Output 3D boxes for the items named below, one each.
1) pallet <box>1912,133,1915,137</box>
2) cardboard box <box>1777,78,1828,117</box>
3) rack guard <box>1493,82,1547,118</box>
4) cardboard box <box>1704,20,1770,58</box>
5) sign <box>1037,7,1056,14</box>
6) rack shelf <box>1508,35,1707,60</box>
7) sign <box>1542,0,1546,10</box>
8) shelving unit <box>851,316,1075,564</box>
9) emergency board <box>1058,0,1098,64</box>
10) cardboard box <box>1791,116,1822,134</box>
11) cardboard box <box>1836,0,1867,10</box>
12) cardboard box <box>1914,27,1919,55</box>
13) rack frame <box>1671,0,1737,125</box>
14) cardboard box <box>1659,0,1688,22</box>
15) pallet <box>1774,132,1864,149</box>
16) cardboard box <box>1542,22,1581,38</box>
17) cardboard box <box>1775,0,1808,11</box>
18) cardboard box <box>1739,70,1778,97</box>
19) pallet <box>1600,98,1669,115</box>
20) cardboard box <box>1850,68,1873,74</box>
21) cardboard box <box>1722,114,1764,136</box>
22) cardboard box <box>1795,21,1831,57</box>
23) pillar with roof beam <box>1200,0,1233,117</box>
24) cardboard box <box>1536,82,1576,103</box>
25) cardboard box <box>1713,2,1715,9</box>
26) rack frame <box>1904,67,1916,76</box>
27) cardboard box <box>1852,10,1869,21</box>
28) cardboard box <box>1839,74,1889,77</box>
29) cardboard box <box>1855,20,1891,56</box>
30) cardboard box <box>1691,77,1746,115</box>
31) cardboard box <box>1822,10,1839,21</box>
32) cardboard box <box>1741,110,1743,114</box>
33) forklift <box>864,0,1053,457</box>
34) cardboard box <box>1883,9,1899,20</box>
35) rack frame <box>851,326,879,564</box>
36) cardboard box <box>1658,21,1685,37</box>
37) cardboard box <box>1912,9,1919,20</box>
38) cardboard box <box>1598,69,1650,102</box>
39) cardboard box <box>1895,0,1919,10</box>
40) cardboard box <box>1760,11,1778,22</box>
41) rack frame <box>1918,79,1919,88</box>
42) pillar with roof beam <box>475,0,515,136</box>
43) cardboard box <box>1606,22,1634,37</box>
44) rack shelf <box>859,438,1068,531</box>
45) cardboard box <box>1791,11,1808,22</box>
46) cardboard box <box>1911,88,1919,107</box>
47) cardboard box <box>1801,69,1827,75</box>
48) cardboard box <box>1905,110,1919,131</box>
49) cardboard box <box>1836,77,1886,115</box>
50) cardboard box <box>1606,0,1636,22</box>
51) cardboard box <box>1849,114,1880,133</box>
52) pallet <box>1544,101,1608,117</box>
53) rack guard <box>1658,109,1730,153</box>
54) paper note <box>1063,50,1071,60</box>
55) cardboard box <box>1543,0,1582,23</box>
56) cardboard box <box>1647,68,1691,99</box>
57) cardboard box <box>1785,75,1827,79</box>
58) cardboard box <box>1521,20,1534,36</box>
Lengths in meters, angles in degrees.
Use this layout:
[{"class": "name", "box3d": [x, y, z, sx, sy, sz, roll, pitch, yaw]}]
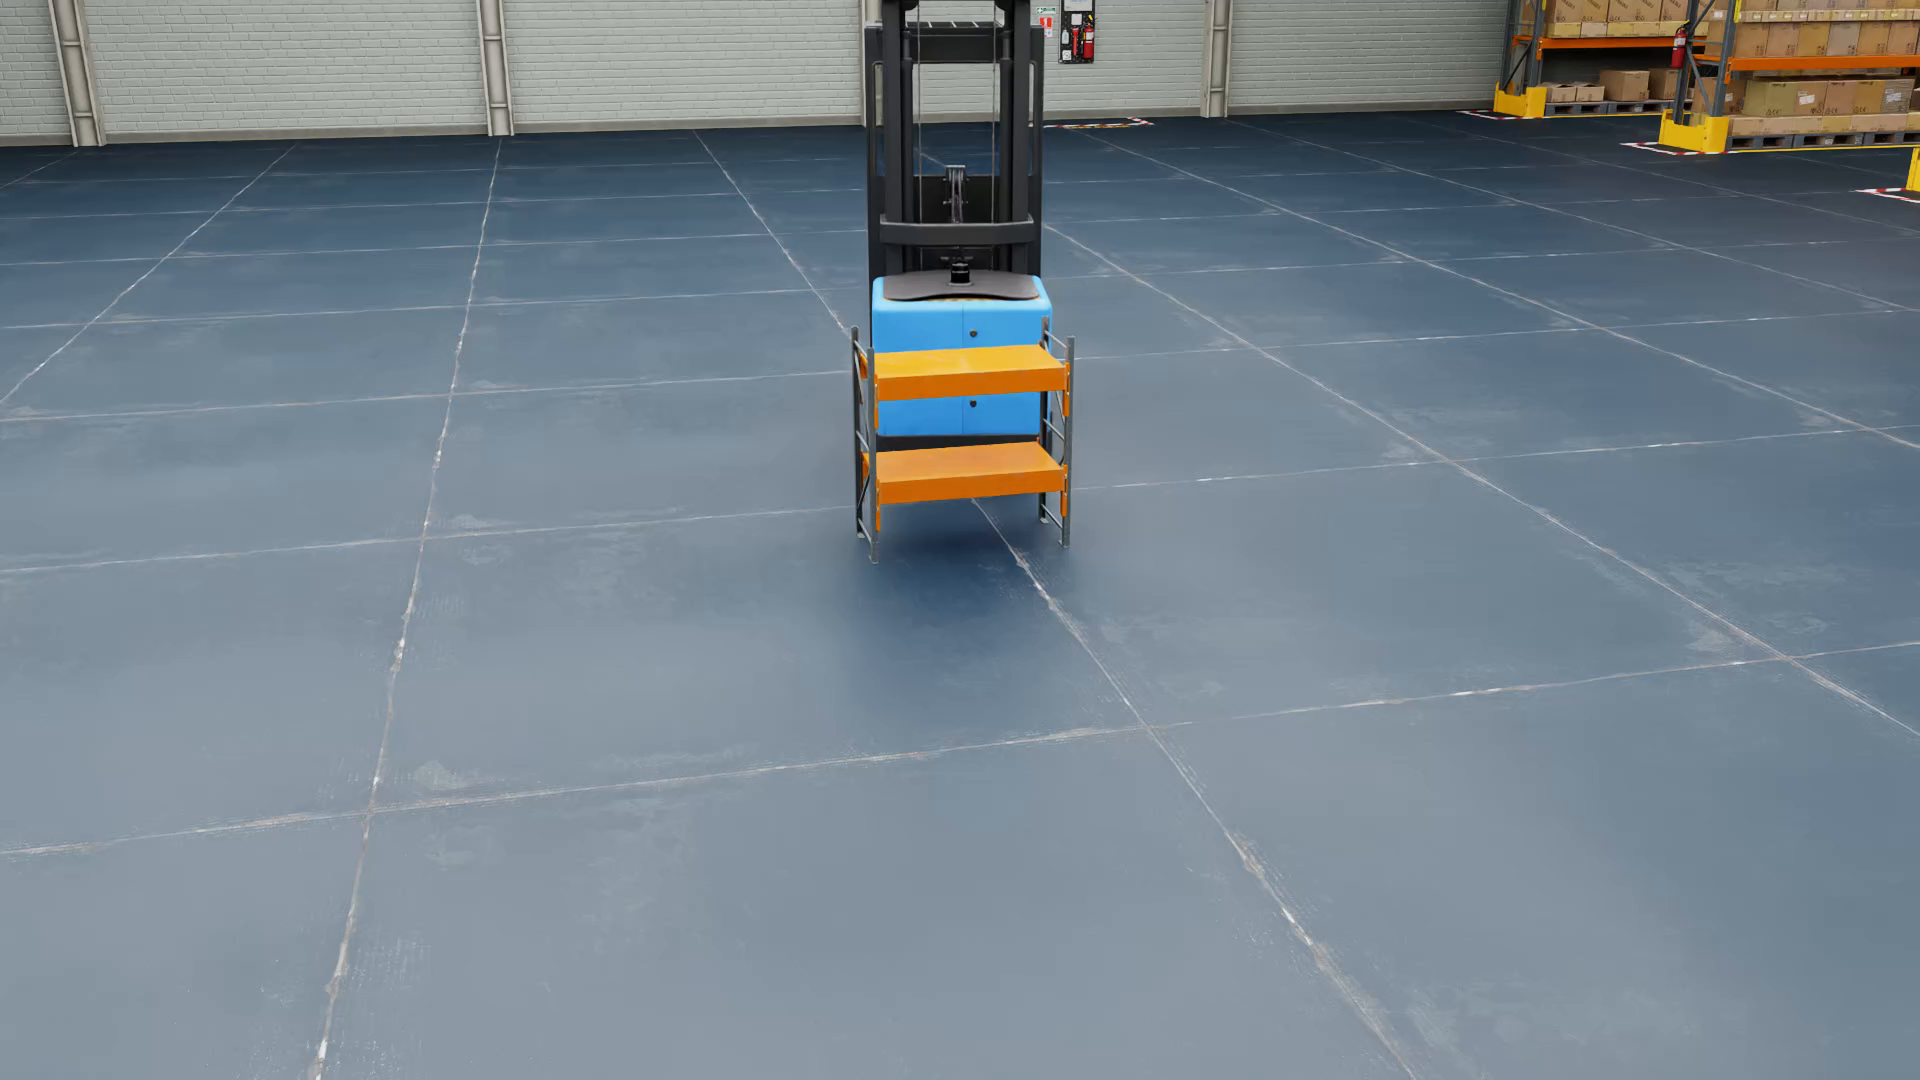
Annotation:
[{"class": "pallet", "box3d": [15.512, -6.337, 25.807, 1.213, 0.211, 1.003, -5, 21, -12]}, {"class": "cardboard box", "box3d": [12.454, -6.569, 24.682, 0.500, 0.500, 0.500, -5, 21, -12]}, {"class": "rack guard", "box3d": [9.842, -7.749, 29.241, 0.348, 0.500, 1.175, -5, 21, -12]}, {"class": "cardboard box", "box3d": [11.369, -7.338, 24.340, 0.500, 0.500, 0.700, -5, 21, -12]}, {"class": "sign", "box3d": [1.442, -8.857, 27.811, 0.331, 0.109, 0.001, -5, 21, -12]}, {"class": "rack shelf", "box3d": [11.714, -8.737, 29.350, 4.000, 0.370, 1.077, -5, 21, -12]}, {"class": "sign", "box3d": [9.893, -9.141, 28.150, 0.005, 0.325, 0.100, -5, 21, -12]}, {"class": "shelving unit", "box3d": [0.007, -0.529, 8.623, 1.048, 1.125, 0.538, -5, 21, -12]}, {"class": "emergency board", "box3d": [1.997, -8.604, 27.940, 0.643, 1.169, 0.194, -5, 21, -12]}, {"class": "cardboard box", "box3d": [12.457, -6.213, 24.801, 0.500, 0.250, 0.500, -5, 21, -12]}, {"class": "cardboard box", "box3d": [12.908, -8.075, 24.465, 0.500, 0.500, 0.700, -5, 21, -12]}, {"class": "cardboard box", "box3d": [14.374, -7.585, 25.014, 0.500, 0.500, 0.700, -5, 21, -14]}, {"class": "rack frame", "box3d": [10.911, -7.258, 24.268, 0.127, 3.000, 1.000, -5, 21, -12]}, {"class": "cardboard box", "box3d": [12.295, -9.305, 28.955, 0.500, 0.500, 0.500, -5, 21, -14]}, {"class": "pallet", "box3d": [12.831, -6.119, 25.212, 1.213, 0.211, 1.003, -5, 21, -12]}, {"class": "cardboard box", "box3d": [10.316, -8.788, 28.632, 0.500, 0.250, 0.500, -5, 21, -14]}, {"class": "cardboard box", "box3d": [11.931, -7.995, 24.247, 0.500, 0.500, 0.700, -5, 21, -14]}, {"class": "cardboard box", "box3d": [14.373, -8.330, 30.187, 0.500, 0.500, 0.700, -4, 20, -11]}, {"class": "pallet", "box3d": [11.825, -7.761, 29.694, 1.213, 0.211, 1.003, -5, 21, -12]}, {"class": "cardboard box", "box3d": [16.336, -8.506, 30.669, 0.500, 0.500, 0.700, -5, 21, -13]}, {"class": "cardboard box", "box3d": [11.484, -6.132, 24.582, 0.500, 0.250, 0.500, -5, 21, -12]}, {"class": "cardboard box", "box3d": [12.363, -7.419, 24.560, 0.500, 0.500, 0.700, -5, 21, -12]}, {"class": "pillar with roof beam", "box3d": [5.402, -10.162, 23.474, 0.400, 9.000, 9.100, -5, 21, -12]}, {"class": "cardboard box", "box3d": [10.462, -7.885, 29.248, 0.500, 0.311, 0.500, -7, 21, -19]}, {"class": "cardboard box", "box3d": [13.272, -9.383, 29.167, 0.500, 0.500, 0.500, -5, 21, -13]}, {"class": "rack frame", "box3d": [14.804, -7.575, 25.133, 0.127, 3.000, 1.000, -5, 21, -12]}, {"class": "cardboard box", "box3d": [13.095, -7.711, 24.416, 0.250, 0.149, 0.380, -4, 20, -11]}, {"class": "cardboard box", "box3d": [13.796, -6.859, 25.475, 0.500, 0.500, 0.500, -5, 21, -12]}, {"class": "cardboard box", "box3d": [13.373, -7.502, 24.789, 0.500, 0.500, 0.700, -4, 21, -12]}, {"class": "cardboard box", "box3d": [11.365, -6.659, 24.928, 0.500, 0.500, 0.500, -5, 21, -12]}, {"class": "cardboard box", "box3d": [12.596, -7.672, 24.308, 0.250, 0.149, 0.380, -5, 21, -13]}, {"class": "cardboard box", "box3d": [11.849, -6.349, 25.174, 0.500, 0.250, 0.500, -5, 21, -12]}, {"class": "forklift", "box3d": [-0.046, -2.206, 10.577, 1.130, 2.935, 3.031, -1, 20, -2]}, {"class": "cardboard box", "box3d": [13.598, -7.753, 24.531, 0.250, 0.149, 0.380, -5, 21, -13]}, {"class": "rack frame", "box3d": [-0.488, -0.488, 8.513, 0.032, 1.125, 0.500, -5, 21, -12]}, {"class": "cardboard box", "box3d": [12.297, -8.951, 29.079, 0.500, 0.250, 0.500, -5, 21, -13]}, {"class": "cardboard box", "box3d": [14.093, -7.793, 24.639, 0.250, 0.149, 0.380, -5, 21, -14]}, {"class": "cardboard box", "box3d": [11.742, -8.060, 29.452, 0.500, 0.500, 0.700, -6, 21, -16]}, {"class": "cardboard box", "box3d": [13.882, -8.153, 24.680, 0.500, 0.500, 0.700, -5, 21, -13]}, {"class": "cardboard box", "box3d": [11.599, -7.591, 24.087, 0.250, 0.149, 0.380, -5, 21, -14]}, {"class": "rack frame", "box3d": [17.553, -9.549, 30.523, 0.127, 3.000, 1.000, -5, 21, -12]}, {"class": "pillar with roof beam", "box3d": [-6.276, -9.212, 20.881, 0.400, 9.000, 9.100, -5, 21, -12]}, {"class": "cardboard box", "box3d": [11.315, -8.872, 28.862, 0.500, 0.250, 0.500, -5, 21, -13]}, {"class": "rack shelf", "box3d": [0.007, -0.299, 8.707, 1.000, 0.278, 0.538, -5, 21, -12]}, {"class": "cardboard box", "box3d": [12.088, -7.629, 24.192, 0.250, 0.149, 0.380, -5, 21, -13]}, {"class": "cardboard box", "box3d": [15.132, -6.872, 25.786, 0.500, 0.311, 0.500, -5, 21, -12]}, {"class": "cardboard box", "box3d": [15.370, -8.414, 30.418, 0.500, 0.500, 0.700, -4, 21, -12]}, {"class": "cardboard box", "box3d": [14.403, -6.371, 25.234, 0.500, 0.250, 0.500, -5, 21, -12]}, {"class": "cardboard box", "box3d": [13.428, -6.647, 24.896, 0.500, 0.500, 0.500, -5, 21, -12]}, {"class": "cardboard box", "box3d": [11.289, -9.219, 28.720, 0.500, 0.500, 0.500, -5, 21, -14]}, {"class": "cardboard box", "box3d": [13.431, -6.290, 25.013, 0.500, 0.250, 0.500, -5, 21, -12]}, {"class": "pallet", "box3d": [10.641, -7.665, 29.434, 1.213, 0.211, 1.003, -5, 21, -12]}, {"class": "rack guard", "box3d": [10.888, -6.083, 24.693, 0.348, 0.500, 1.175, -5, 21, -12]}, {"class": "paper note", "box3d": [1.809, -8.199, 28.117, 0.142, 0.148, 0.016, -5, 21, -12]}, {"class": "cardboard box", "box3d": [10.302, -9.145, 28.516, 0.500, 0.500, 0.500, -5, 21, -12]}, {"class": "cardboard box", "box3d": [12.660, -8.170, 29.752, 0.500, 0.500, 0.500, -6, 21, -17]}, {"class": "cardboard box", "box3d": [12.821, -6.782, 25.264, 0.500, 0.500, 0.500, -5, 21, -12]}, {"class": "cardboard box", "box3d": [10.178, -8.957, 29.095, 0.500, 0.250, 0.500, -4, 21, -12]}]
